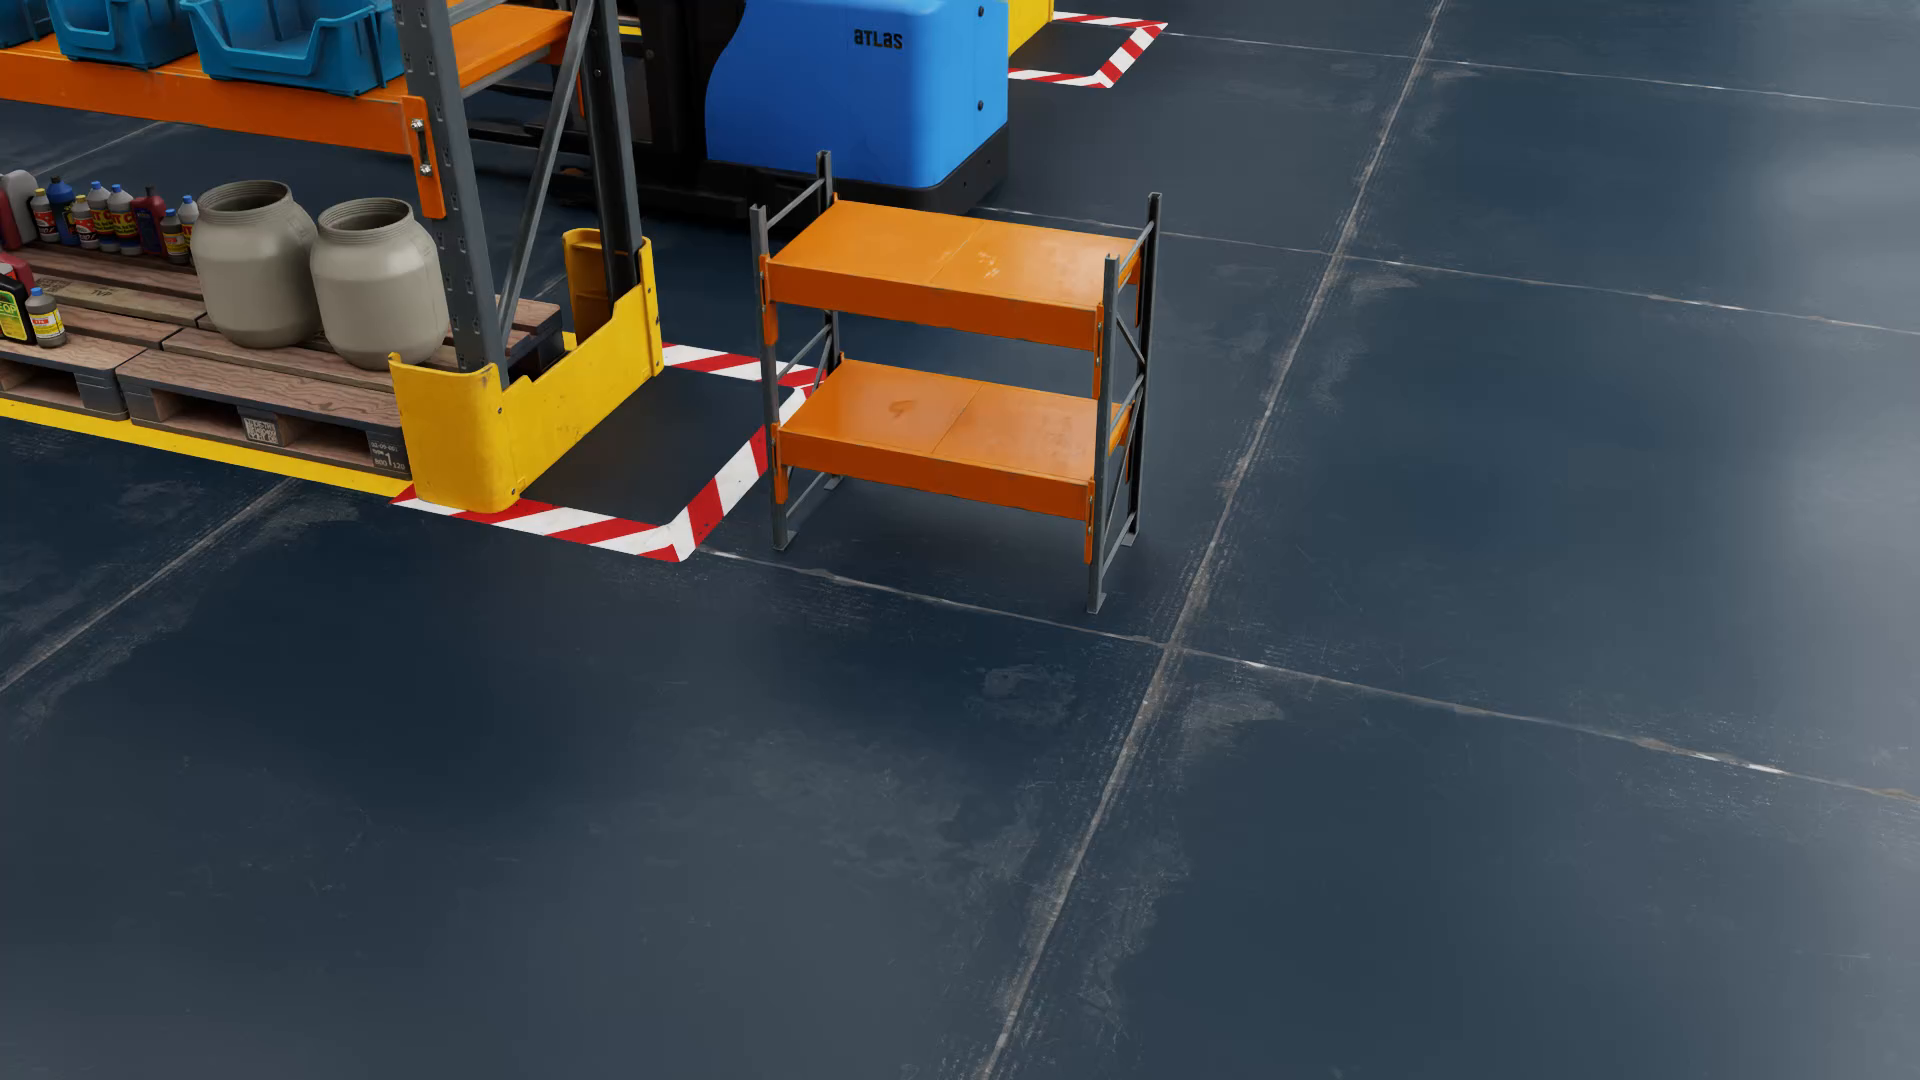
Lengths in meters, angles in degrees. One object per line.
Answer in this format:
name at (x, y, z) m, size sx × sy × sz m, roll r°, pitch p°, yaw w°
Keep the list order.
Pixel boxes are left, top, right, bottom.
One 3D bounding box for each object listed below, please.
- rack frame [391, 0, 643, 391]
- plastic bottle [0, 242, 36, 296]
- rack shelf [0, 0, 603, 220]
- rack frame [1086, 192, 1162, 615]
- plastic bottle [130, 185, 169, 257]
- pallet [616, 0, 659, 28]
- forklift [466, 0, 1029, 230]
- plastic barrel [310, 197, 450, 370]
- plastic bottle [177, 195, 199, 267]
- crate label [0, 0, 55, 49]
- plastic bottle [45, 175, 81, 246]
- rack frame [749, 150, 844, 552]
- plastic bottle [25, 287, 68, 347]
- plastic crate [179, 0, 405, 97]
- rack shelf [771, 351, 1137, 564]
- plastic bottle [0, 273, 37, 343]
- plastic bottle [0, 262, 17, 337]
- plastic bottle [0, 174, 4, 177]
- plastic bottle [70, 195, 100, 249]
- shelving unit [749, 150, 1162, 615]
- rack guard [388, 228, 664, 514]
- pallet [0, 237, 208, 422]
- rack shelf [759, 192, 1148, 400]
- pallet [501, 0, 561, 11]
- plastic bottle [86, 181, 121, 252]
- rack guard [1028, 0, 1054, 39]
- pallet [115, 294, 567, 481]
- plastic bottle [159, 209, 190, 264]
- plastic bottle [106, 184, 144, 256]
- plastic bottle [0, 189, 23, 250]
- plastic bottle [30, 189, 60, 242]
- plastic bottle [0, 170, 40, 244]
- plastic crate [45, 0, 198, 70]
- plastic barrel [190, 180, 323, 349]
rack frame at (-1.367, -1.675, 5.078) m, size 0.127 × 3.000 × 1.000 m, roll 11°, pitch 34°, yaw 16°
plastic bottle at (-3.437, -0.945, 6.047) m, size 0.133 × 0.283 × 0.061 m, roll 11°, pitch 34°, yaw 16°
rack shelf at (-3.250, -1.738, 5.840) m, size 4.000 × 0.370 × 1.077 m, roll 11°, pitch 34°, yaw 16°
rack frame at (0.472, -0.381, 4.803) m, size 0.032 × 1.125 × 0.500 m, roll 11°, pitch 34°, yaw 16°
plastic bottle at (-3.176, -1.260, 6.535) m, size 0.133 × 0.283 × 0.061 m, roll 12°, pitch 35°, yaw 17°
pallet at (-1.665, -3.437, 10.379) m, size 1.213 × 0.211 × 1.003 m, roll 11°, pitch 34°, yaw 16°
forklift at (-1.252, -2.960, 7.132) m, size 3.031 × 2.935 × 1.130 m, roll 12°, pitch 35°, yaw 18°
plastic barrel at (-2.013, -0.887, 5.765) m, size 0.421 × 0.512 × 0.421 m, roll 0°, pitch 33°, yaw 0°
plastic bottle at (-2.969, -1.204, 6.459) m, size 0.097 × 0.271 × 0.097 m, roll 0°, pitch 33°, yaw 0°
crate label at (-3.191, -1.888, 5.377) m, size 0.616 × 0.435 × 0.502 m, roll 11°, pitch 34°, yaw 16°
plastic bottle at (-3.577, -1.322, 6.642) m, size 0.097 × 0.271 × 0.097 m, roll 0°, pitch 33°, yaw 0°
rack frame at (-0.485, -0.567, 5.091) m, size 0.032 × 1.125 × 0.500 m, roll 11°, pitch 34°, yaw 16°
plastic bottle at (-3.244, -0.796, 5.892) m, size 0.097 × 0.201 × 0.097 m, roll 0°, pitch 33°, yaw 0°
plastic crate at (-1.939, -1.551, 5.024) m, size 0.616 × 0.251 × 0.499 m, roll 11°, pitch 34°, yaw 16°
rack shelf at (-0.006, -0.268, 5.079) m, size 1.000 × 0.278 × 0.538 m, roll 11°, pitch 34°, yaw 16°
plastic bottle at (-3.360, -0.843, 5.888) m, size 0.133 × 0.283 × 0.061 m, roll 12°, pitch 35°, yaw 18°
plastic bottle at (-3.472, -0.888, 5.965) m, size 0.135 × 0.276 × 0.152 m, roll 11°, pitch 35°, yaw 17°
plastic bottle at (-3.945, -1.414, 6.711) m, size 0.185 × 0.351 × 0.144 m, roll 11°, pitch 34°, yaw 16°
plastic bottle at (-3.479, -1.274, 6.632) m, size 0.097 × 0.201 × 0.097 m, roll 0°, pitch 33°, yaw 0°
shelving unit at (-0.006, -0.474, 4.947) m, size 1.048 × 1.125 × 0.538 m, roll 11°, pitch 34°, yaw 16°
rack guard at (-1.455, -0.614, 5.741) m, size 0.348 × 0.500 × 1.175 m, roll 11°, pitch 34°, yaw 16°
pallet at (-3.362, -0.869, 6.401) m, size 1.213 × 0.211 × 1.003 m, roll 11°, pitch 34°, yaw 16°
rack shelf at (-0.006, -0.720, 4.788) m, size 1.000 × 0.278 × 0.538 m, roll 11°, pitch 34°, yaw 16°
pallet at (-2.818, -3.659, 10.723) m, size 1.213 × 0.211 × 1.003 m, roll 11°, pitch 34°, yaw 16°
plastic bottle at (-3.386, -1.285, 6.585) m, size 0.097 × 0.271 × 0.097 m, roll 0°, pitch 33°, yaw 0°
rack guard at (0.232, -3.168, 9.695) m, size 0.348 × 0.500 × 1.175 m, roll 11°, pitch 34°, yaw 16°
pallet at (-2.218, -0.645, 6.054) m, size 1.213 × 0.211 × 1.003 m, roll 11°, pitch 34°, yaw 16°
plastic bottle at (-3.066, -1.194, 6.508) m, size 0.097 × 0.201 × 0.097 m, roll 0°, pitch 33°, yaw 0°
plastic bottle at (-3.292, -1.267, 6.557) m, size 0.097 × 0.271 × 0.097 m, roll 0°, pitch 33°, yaw 0°
plastic bottle at (-3.828, -1.299, 6.596) m, size 0.133 × 0.283 × 0.061 m, roll 11°, pitch 34°, yaw 16°
plastic bottle at (-3.673, -1.312, 6.690) m, size 0.097 × 0.201 × 0.097 m, roll 0°, pitch 33°, yaw 0°
plastic bottle at (-3.793, -1.351, 6.682) m, size 0.135 × 0.276 × 0.152 m, roll 12°, pitch 35°, yaw 17°
plastic crate at (-2.549, -1.673, 5.213) m, size 0.408 × 0.251 × 0.499 m, roll 11°, pitch 34°, yaw 16°
plastic barrel at (-2.484, -0.979, 5.908) m, size 0.421 × 0.512 × 0.421 m, roll 0°, pitch 33°, yaw 0°
